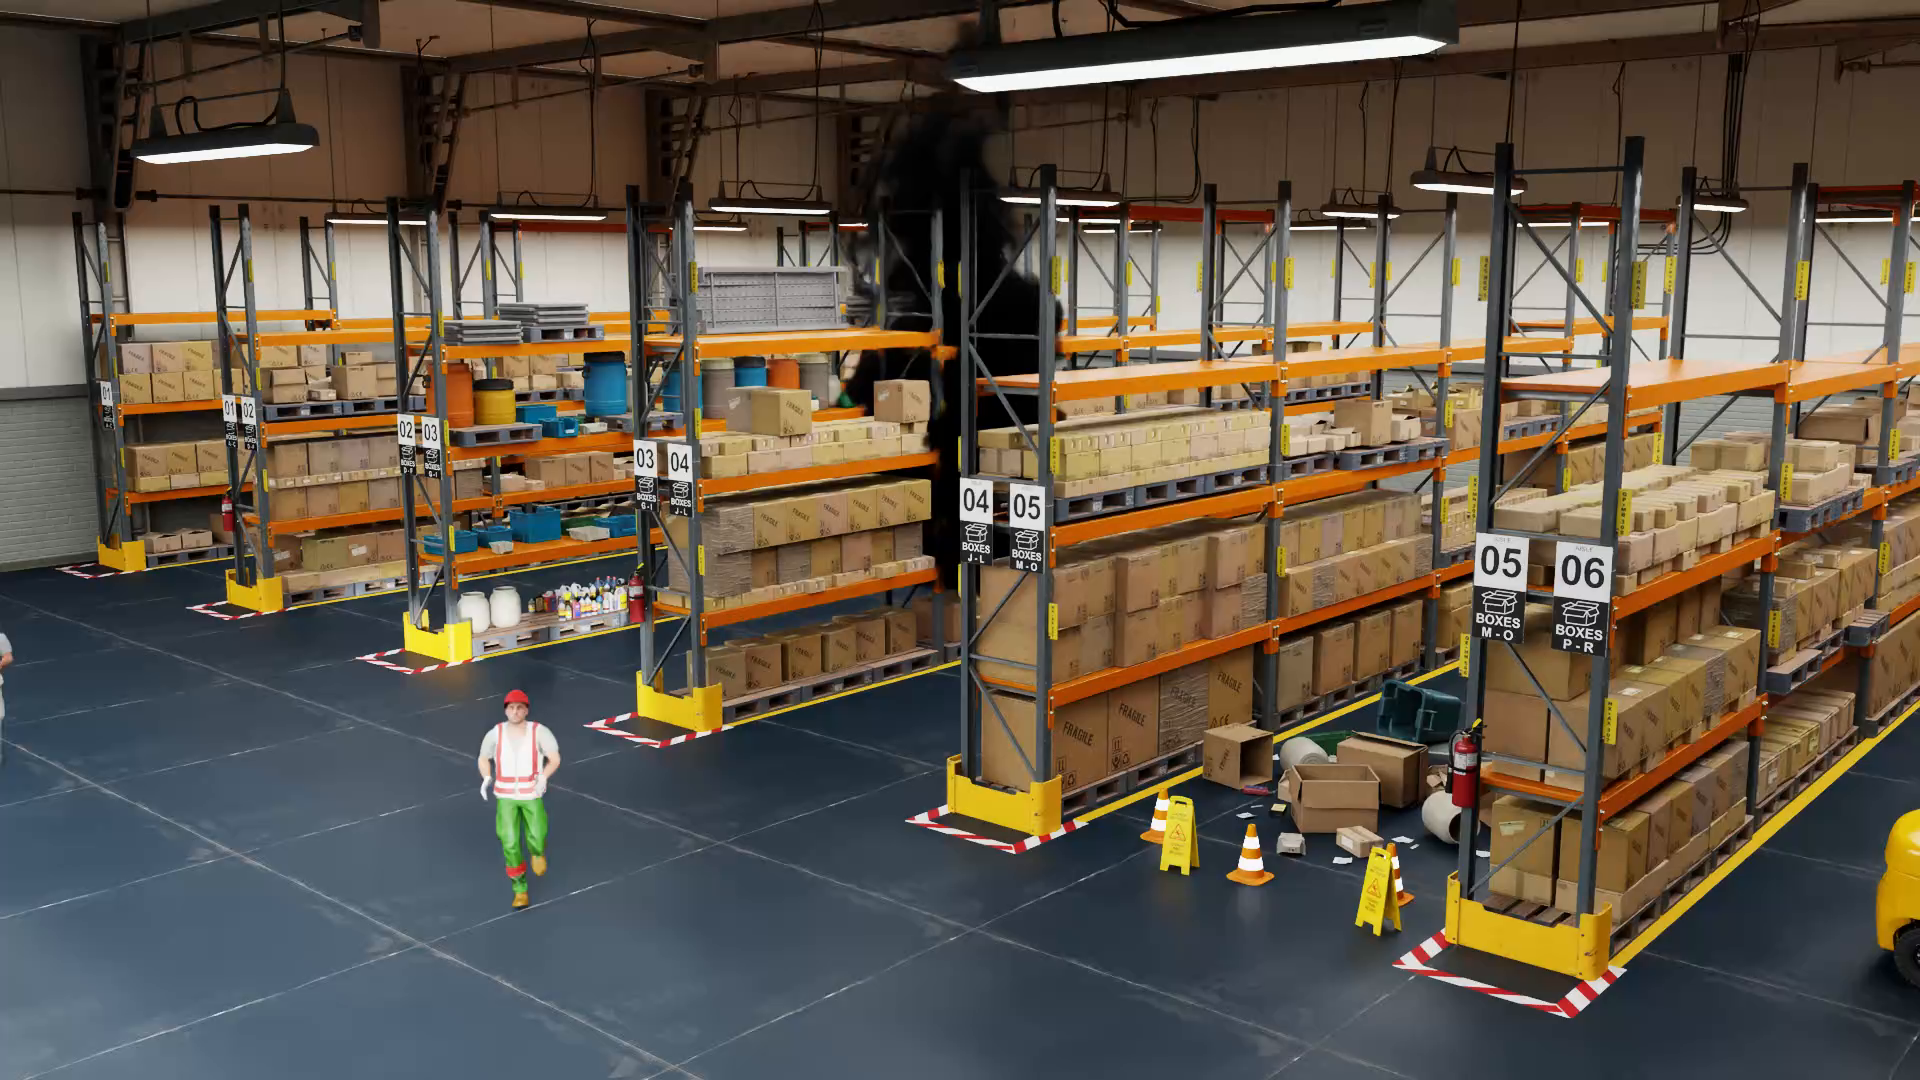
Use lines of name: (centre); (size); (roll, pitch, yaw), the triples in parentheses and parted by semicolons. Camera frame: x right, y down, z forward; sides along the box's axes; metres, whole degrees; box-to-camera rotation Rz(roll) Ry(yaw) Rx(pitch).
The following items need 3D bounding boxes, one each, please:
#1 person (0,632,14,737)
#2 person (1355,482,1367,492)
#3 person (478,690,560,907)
person: (-9.836, 1.533, 16.682); (0.643, 1.846, 0.774); (-7, 12, -35)
person: (6.686, -0.223, 27.309); (0.664, 1.709, 0.944); (6, 11, 32)
person: (-3.596, 2.075, 13.582); (0.659, 1.743, 0.700); (-2, 10, -9)
